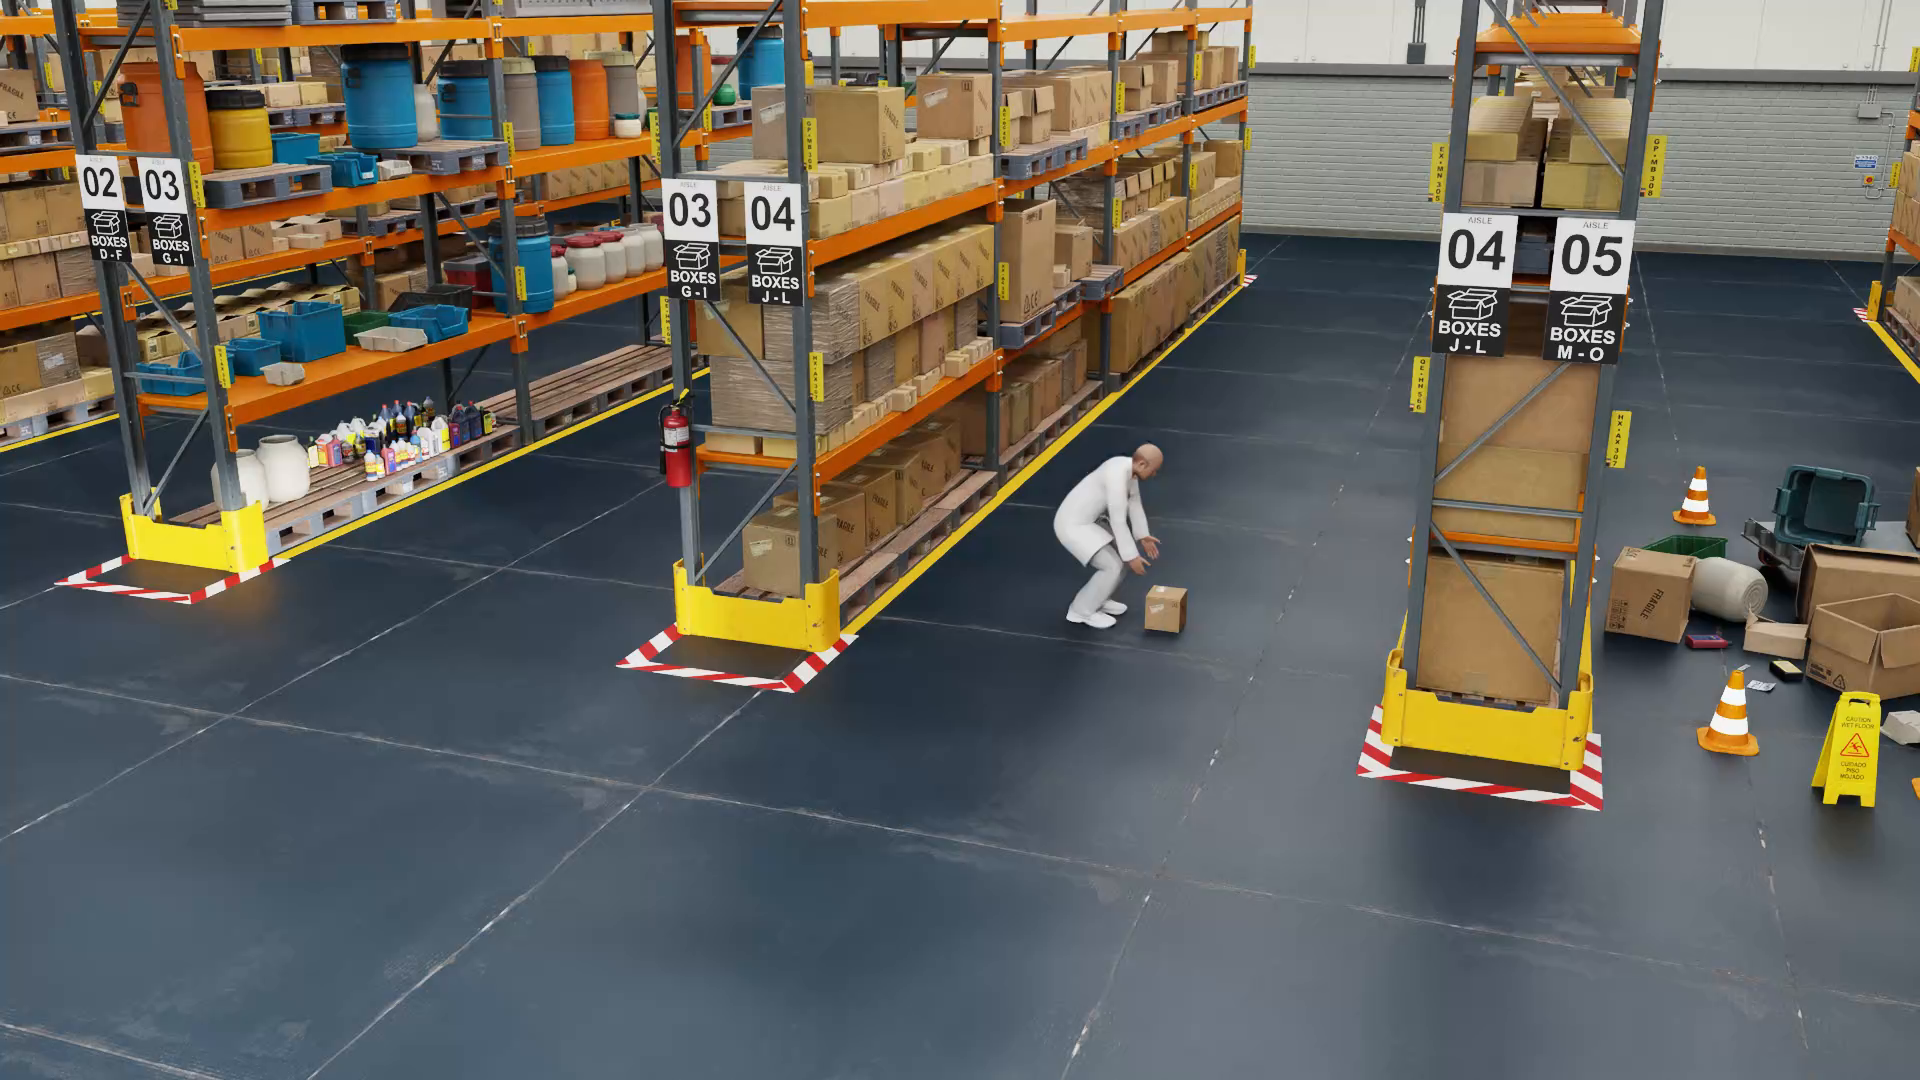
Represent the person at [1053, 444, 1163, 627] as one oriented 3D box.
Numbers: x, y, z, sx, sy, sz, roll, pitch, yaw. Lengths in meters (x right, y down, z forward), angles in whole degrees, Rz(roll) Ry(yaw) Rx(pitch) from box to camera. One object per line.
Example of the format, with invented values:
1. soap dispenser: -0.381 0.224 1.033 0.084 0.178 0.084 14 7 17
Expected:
1. person: 1.066 -0.070 12.007 0.766 1.332 0.634 6 19 19
